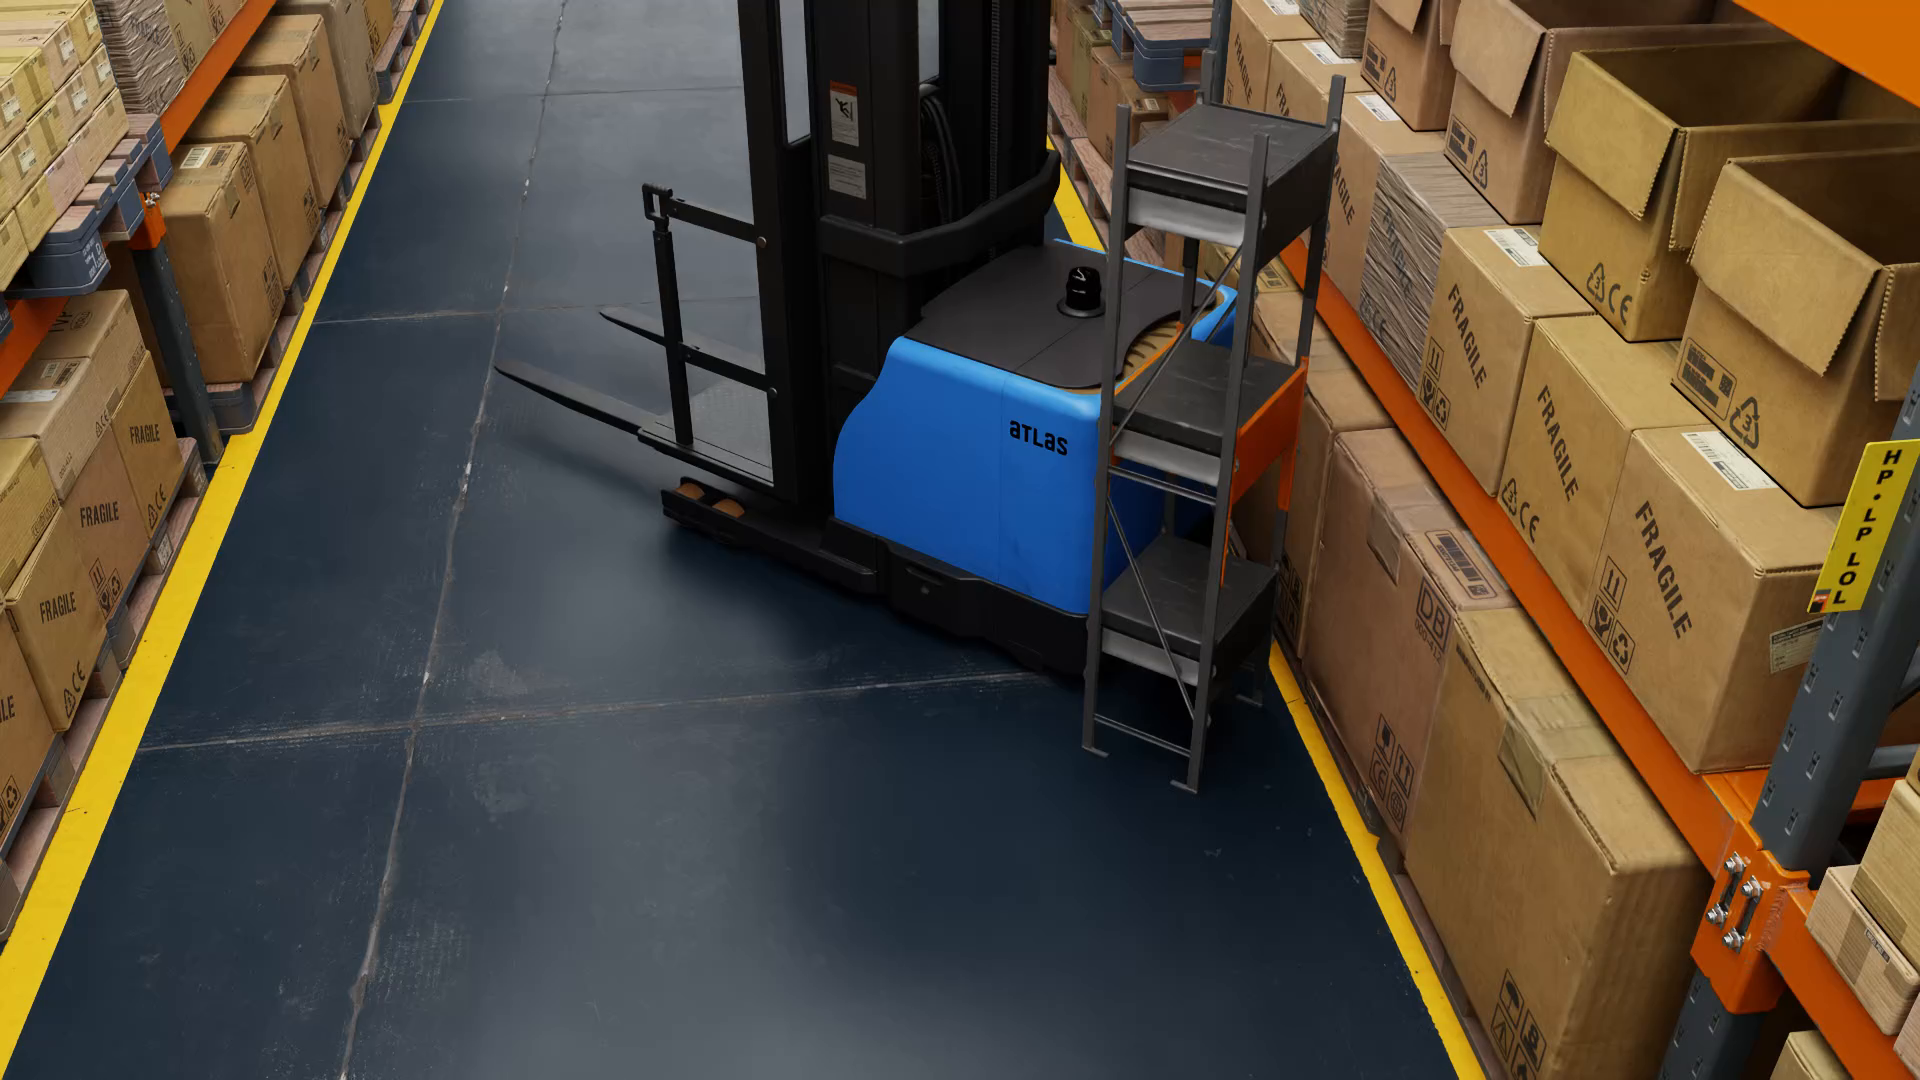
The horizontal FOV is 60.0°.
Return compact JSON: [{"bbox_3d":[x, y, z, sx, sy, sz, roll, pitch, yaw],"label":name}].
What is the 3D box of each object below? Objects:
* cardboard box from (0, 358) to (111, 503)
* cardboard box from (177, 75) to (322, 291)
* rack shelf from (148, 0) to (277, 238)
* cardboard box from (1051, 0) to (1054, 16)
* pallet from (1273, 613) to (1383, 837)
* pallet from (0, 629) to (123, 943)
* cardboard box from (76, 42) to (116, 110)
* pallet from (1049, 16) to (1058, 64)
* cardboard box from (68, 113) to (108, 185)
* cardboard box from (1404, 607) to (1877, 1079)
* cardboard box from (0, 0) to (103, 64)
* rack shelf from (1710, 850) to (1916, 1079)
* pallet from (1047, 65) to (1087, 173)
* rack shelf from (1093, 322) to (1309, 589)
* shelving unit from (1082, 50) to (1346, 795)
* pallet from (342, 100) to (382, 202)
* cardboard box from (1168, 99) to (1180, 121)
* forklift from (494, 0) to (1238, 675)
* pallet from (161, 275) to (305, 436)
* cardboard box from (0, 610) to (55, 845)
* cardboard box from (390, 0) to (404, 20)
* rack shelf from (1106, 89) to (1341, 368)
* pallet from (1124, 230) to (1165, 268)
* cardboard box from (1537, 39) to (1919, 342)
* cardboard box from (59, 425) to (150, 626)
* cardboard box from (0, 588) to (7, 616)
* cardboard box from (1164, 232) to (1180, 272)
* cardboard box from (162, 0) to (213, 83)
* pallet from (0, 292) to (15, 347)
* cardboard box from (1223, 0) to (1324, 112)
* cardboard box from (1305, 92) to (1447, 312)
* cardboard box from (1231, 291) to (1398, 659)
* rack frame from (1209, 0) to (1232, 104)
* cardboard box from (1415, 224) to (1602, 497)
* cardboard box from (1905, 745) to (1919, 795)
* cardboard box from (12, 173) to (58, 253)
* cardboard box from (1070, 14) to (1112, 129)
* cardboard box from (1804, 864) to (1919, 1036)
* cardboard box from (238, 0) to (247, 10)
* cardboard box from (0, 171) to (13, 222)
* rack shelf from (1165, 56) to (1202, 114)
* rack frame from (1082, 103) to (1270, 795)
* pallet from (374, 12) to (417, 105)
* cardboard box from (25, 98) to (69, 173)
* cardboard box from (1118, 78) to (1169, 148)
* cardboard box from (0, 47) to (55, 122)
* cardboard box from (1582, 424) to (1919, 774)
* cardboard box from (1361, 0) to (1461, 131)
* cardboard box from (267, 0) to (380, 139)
[{"bbox_3d":[-3.054,-0.339,5.264,0.500,0.250,0.500,-4,34,-6],"label":"cardboard box"},{"bbox_3d":[-3.598,-1.609,7.573,1.050,0.750,0.750,-4,34,-6],"label":"cardboard box"},{"bbox_3d":[-3.753,-2.350,7.673,1.077,0.370,4.000,-4,35,-6],"label":"rack shelf"},{"bbox_3d":[0.807,-3.768,10.963,0.500,0.500,0.500,6,35,9],"label":"cardboard box"},{"bbox_3d":[1.636,0.427,5.436,1.003,0.211,1.213,-4,35,-6],"label":"pallet"},{"bbox_3d":[-3.220,0.737,4.982,1.003,0.211,1.213,-4,35,-6],"label":"pallet"},{"bbox_3d":[-2.967,-1.483,5.348,0.380,0.149,0.250,-4,34,-5],"label":"cardboard box"},{"bbox_3d":[0.781,-3.302,10.908,1.003,0.211,1.213,-4,35,-6],"label":"pallet"},{"bbox_3d":[-2.931,-1.222,5.229,0.380,0.149,0.250,-4,35,-7],"label":"cardboard box"},{"bbox_3d":[1.876,0.731,4.028,1.225,0.875,0.875,-4,35,-6],"label":"cardboard box"},{"bbox_3d":[-2.964,-1.608,5.268,0.380,0.149,0.250,-6,35,-8],"label":"cardboard box"},{"bbox_3d":[2.251,1.795,1.591,1.077,0.370,4.000,-4,35,-6],"label":"rack shelf"},{"bbox_3d":[1.012,-2.496,9.725,1.003,0.211,1.213,-4,35,-6],"label":"pallet"},{"bbox_3d":[0.689,-0.252,4.780,0.431,0.518,0.480,20,39,26],"label":"rack shelf"},{"bbox_3d":[0.689,-0.263,4.772,0.431,2.100,0.503,20,39,26],"label":"shelving unit"},{"bbox_3d":[-3.844,-2.186,9.270,1.003,0.211,1.213,-4,35,-6],"label":"pallet"},{"bbox_3d":[1.243,-1.976,7.649,0.500,0.250,0.500,-1,34,-1],"label":"cardboard box"},{"bbox_3d":[-0.514,-1.415,5.724,3.031,2.935,1.130,22,40,28],"label":"forklift"},{"bbox_3d":[-3.516,-0.824,7.272,1.003,0.211,1.213,-4,35,-6],"label":"pallet"},{"bbox_3d":[-2.940,0.542,4.639,0.500,0.500,0.500,-4,34,-6],"label":"cardboard box"},{"bbox_3d":[-4.163,-3.918,10.849,0.875,0.875,0.875,-4,34,-6],"label":"cardboard box"},{"bbox_3d":[0.689,-0.831,4.385,0.431,0.518,0.480,20,39,26],"label":"rack shelf"},{"bbox_3d":[1.340,-1.134,7.727,1.003,0.211,1.213,-4,35,-6],"label":"pallet"},{"bbox_3d":[1.807,-0.814,3.801,0.797,0.503,0.637,-4,34,-6],"label":"cardboard box"},{"bbox_3d":[-3.071,-0.034,5.483,0.500,0.500,0.500,-3,34,-4],"label":"cardboard box"},{"bbox_3d":[-2.922,0.236,4.421,0.500,0.250,0.500,-3,34,-5],"label":"cardboard box"},{"bbox_3d":[1.334,-1.372,7.428,0.700,0.500,0.500,-6,35,-9],"label":"cardboard box"},{"bbox_3d":[-3.349,-2.127,6.619,0.500,0.500,0.500,-5,35,-7],"label":"cardboard box"},{"bbox_3d":[-3.178,-0.350,4.271,1.003,0.211,1.213,-4,35,-6],"label":"pallet"},{"bbox_3d":[1.240,-1.600,5.845,0.500,0.500,0.500,-3,34,-5],"label":"cardboard box"},{"bbox_3d":[1.384,-1.027,5.004,0.500,0.500,0.500,-5,35,-7],"label":"cardboard box"},{"bbox_3d":[1.628,-0.261,5.484,1.225,0.875,0.875,-4,35,-6],"label":"cardboard box"},{"bbox_3d":[1.444,-1.850,6.302,1.000,3.000,0.127,-4,35,-6],"label":"rack frame"},{"bbox_3d":[1.512,-0.468,4.184,0.500,0.500,0.500,-5,35,-7],"label":"cardboard box"},{"bbox_3d":[1.793,0.298,2.353,0.500,0.500,0.500,-4,35,-6],"label":"cardboard box"},{"bbox_3d":[-2.866,-0.939,4.814,0.380,0.149,0.250,-5,35,-7],"label":"cardboard box"},{"bbox_3d":[1.013,-2.620,9.259,0.700,0.500,0.500,-5,35,-7],"label":"cardboard box"},{"bbox_3d":[1.692,0.676,2.818,0.380,0.149,0.250,-4,35,-6],"label":"cardboard box"},{"bbox_3d":[-3.481,-2.687,7.440,0.500,0.500,0.500,-5,35,-7],"label":"cardboard box"},{"bbox_3d":[-2.827,-0.908,4.505,0.380,0.149,0.250,-5,35,-7],"label":"cardboard box"},{"bbox_3d":[1.175,-2.669,8.142,1.077,0.370,4.000,-4,35,-6],"label":"rack shelf"},{"bbox_3d":[0.559,-0.147,4.601,0.400,2.100,0.015,20,39,26],"label":"rack frame"},{"bbox_3d":[-4.047,-3.041,10.525,1.003,0.211,1.213,-4,35,-6],"label":"pallet"},{"bbox_3d":[-2.891,-1.187,4.914,0.380,0.149,0.250,-4,34,-5],"label":"cardboard box"},{"bbox_3d":[1.164,-1.996,8.344,0.700,0.500,0.500,-2,34,-2],"label":"cardboard box"},{"bbox_3d":[-2.897,-1.321,4.847,0.380,0.149,0.250,-3,34,-5],"label":"cardboard box"},{"bbox_3d":[1.649,0.100,3.351,0.500,0.500,0.500,-4,35,-6],"label":"cardboard box"},{"bbox_3d":[1.611,-1.533,4.857,0.797,0.503,0.637,-4,34,-5],"label":"cardboard box"},{"bbox_3d":[-3.850,-2.668,9.126,1.050,0.750,0.750,-5,35,-7],"label":"cardboard box"}]
